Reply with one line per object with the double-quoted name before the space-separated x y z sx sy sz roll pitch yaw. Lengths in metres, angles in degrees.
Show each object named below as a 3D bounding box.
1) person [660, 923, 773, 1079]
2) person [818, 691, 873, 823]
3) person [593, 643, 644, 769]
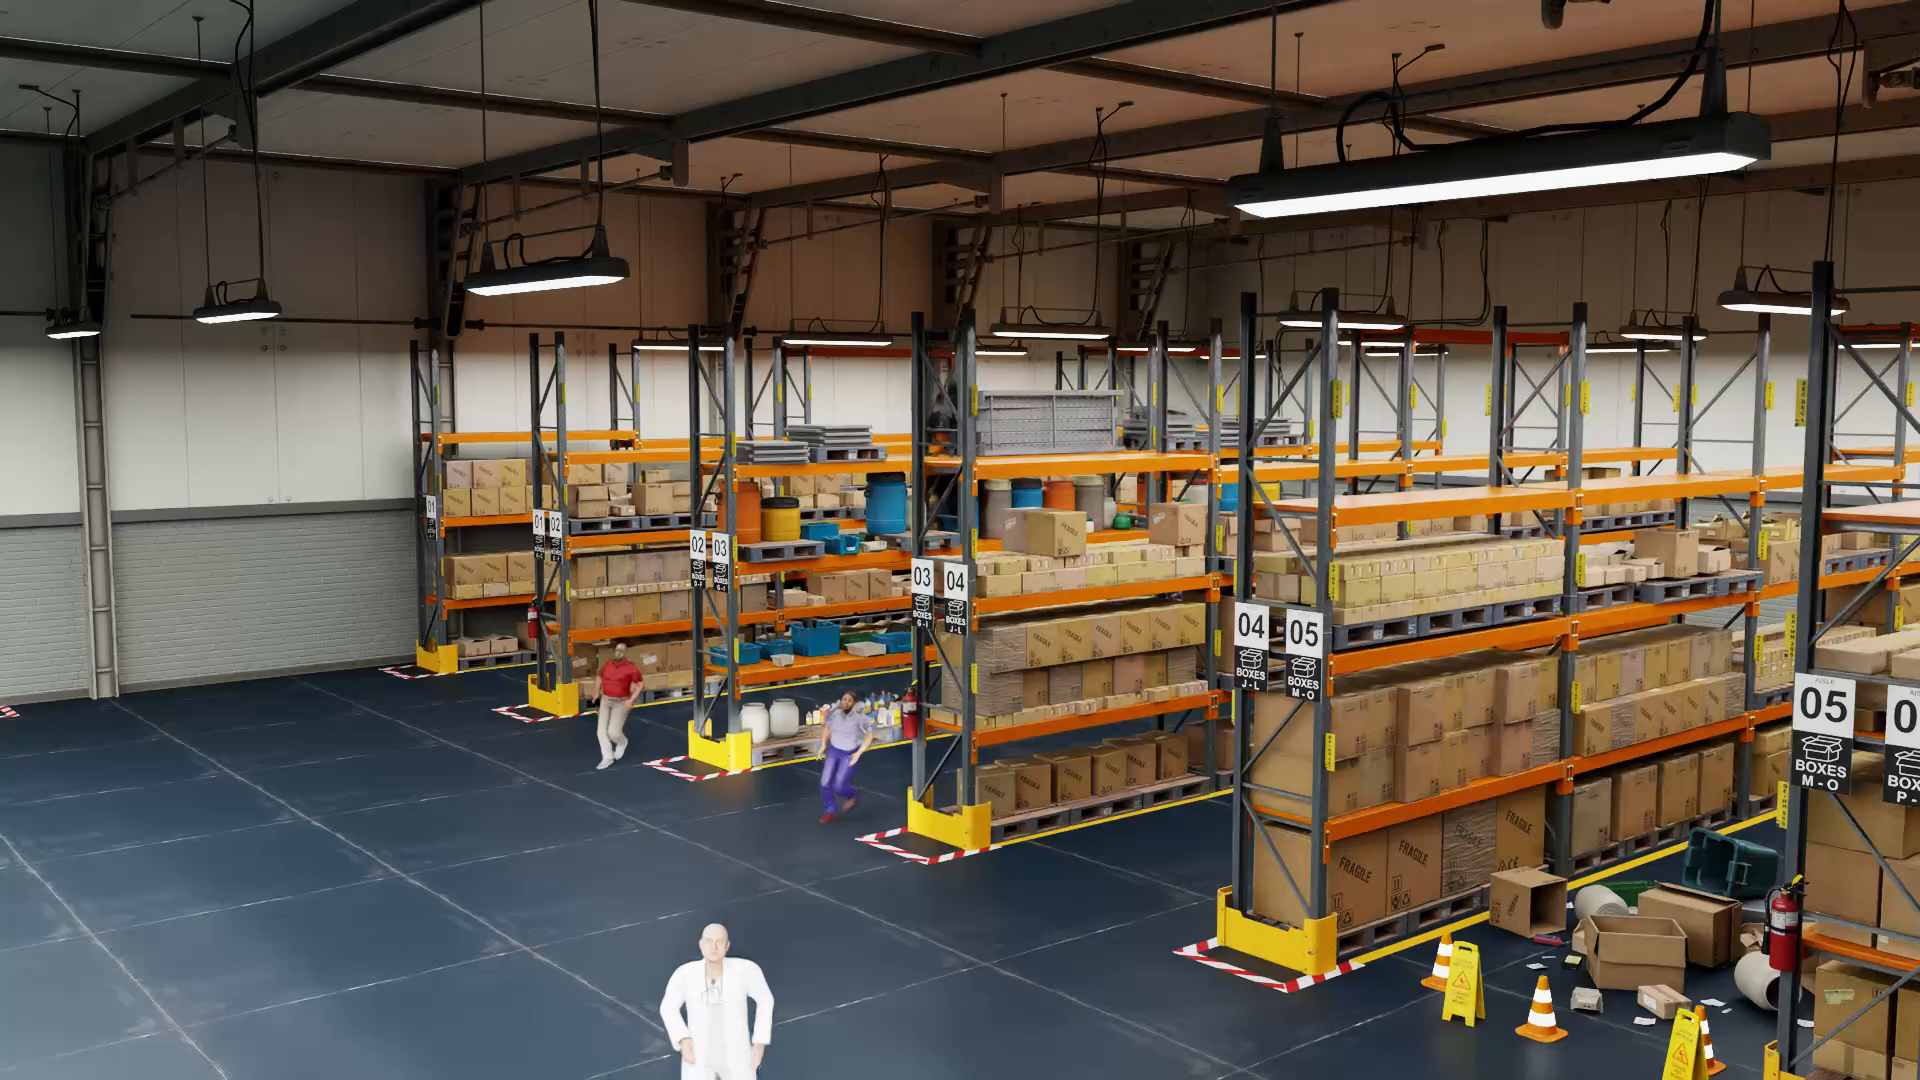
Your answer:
"person" -1.573 3.324 10.783 0.730 1.724 0.716 -1 5 -8
"person" -1.350 2.567 19.730 0.648 1.593 0.545 3 6 29
"person" -4.680 2.251 22.621 0.706 1.688 0.503 2 6 17
